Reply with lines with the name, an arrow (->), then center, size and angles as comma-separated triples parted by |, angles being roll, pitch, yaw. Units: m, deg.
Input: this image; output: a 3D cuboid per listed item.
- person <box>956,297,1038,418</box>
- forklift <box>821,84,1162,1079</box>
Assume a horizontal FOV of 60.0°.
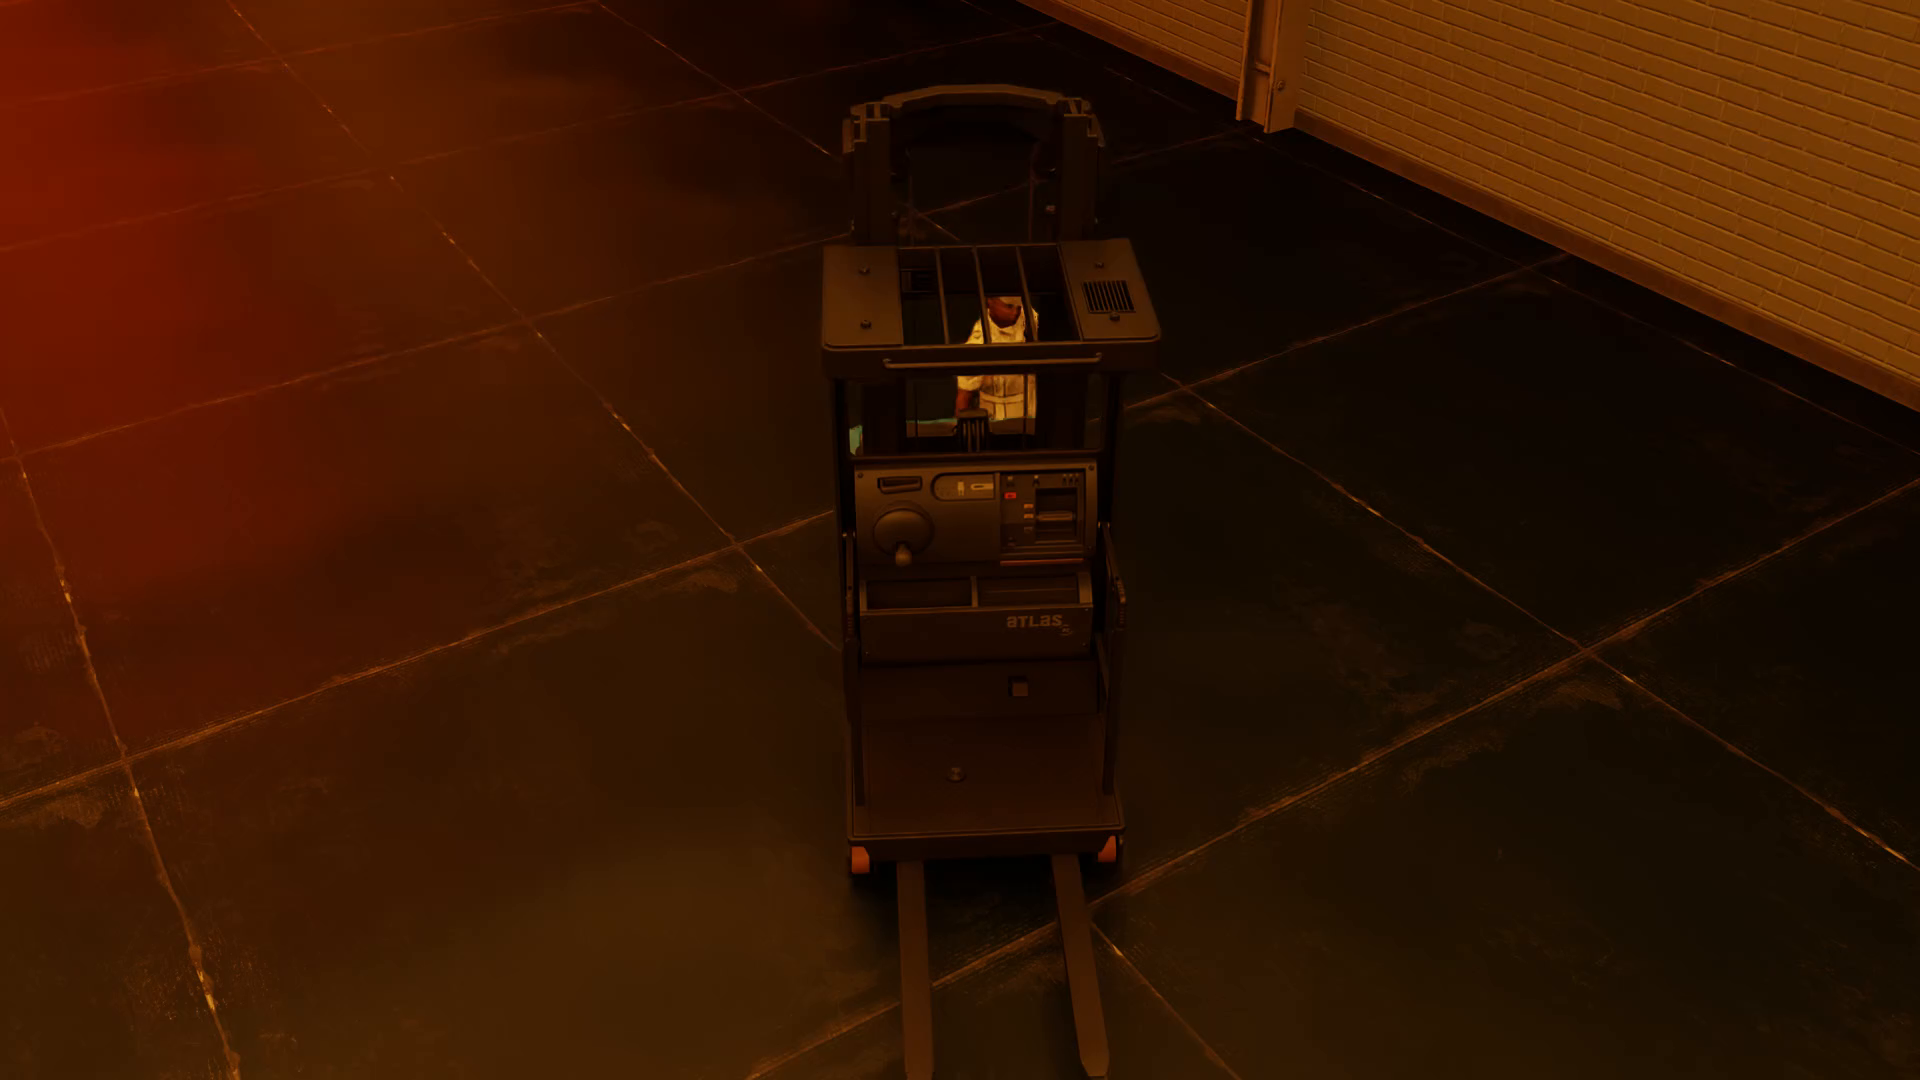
person -> 0.266, -0.514, 8.035 | 0.657, 1.586, 0.682 | -13, 37, -18
forklift -> 0.079, -0.038, 6.202 | 1.130, 2.935, 3.031 | -2, 35, -3
